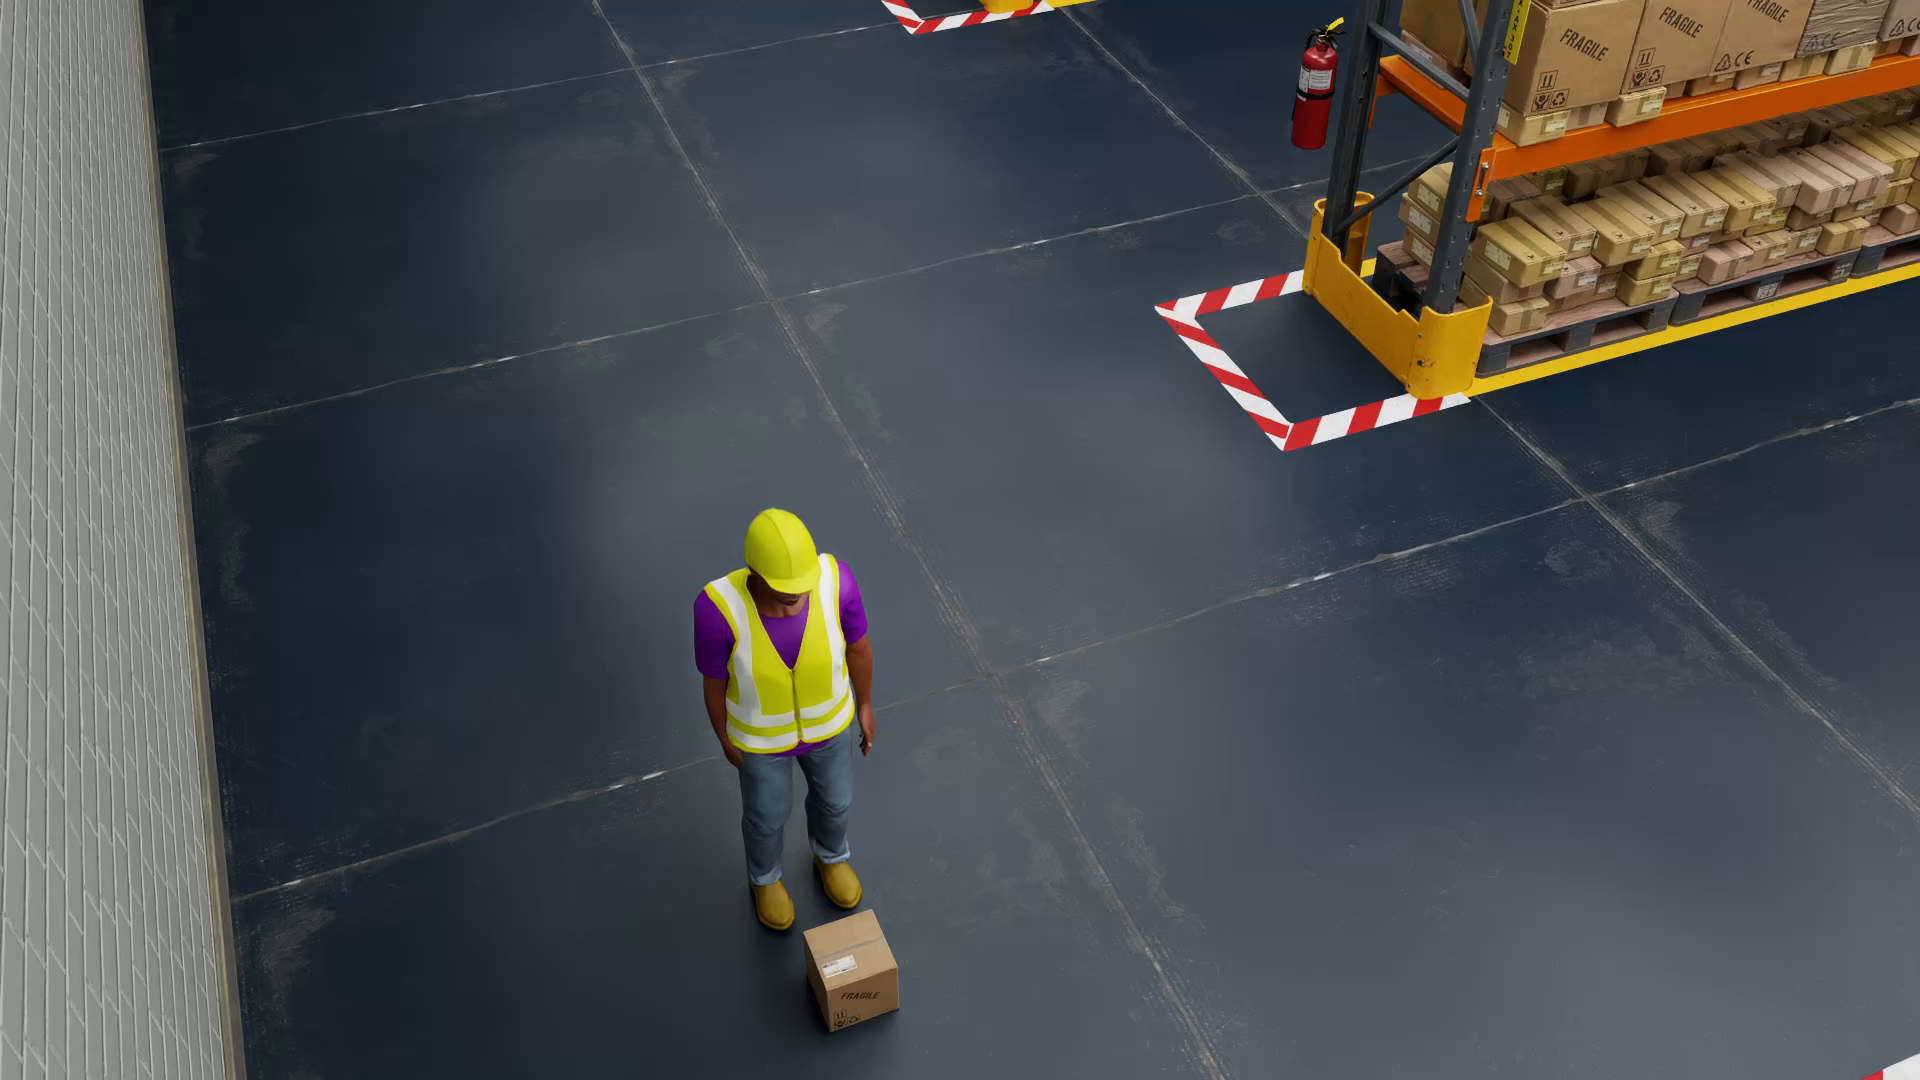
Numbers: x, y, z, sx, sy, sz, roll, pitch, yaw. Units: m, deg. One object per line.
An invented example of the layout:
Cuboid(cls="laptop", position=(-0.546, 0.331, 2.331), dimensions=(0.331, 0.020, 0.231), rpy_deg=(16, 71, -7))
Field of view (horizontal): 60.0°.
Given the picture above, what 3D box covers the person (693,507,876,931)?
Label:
Cuboid(cls="person", position=(-0.547, 0.591, 5.476), dimensions=(0.566, 1.760, 0.366), rpy_deg=(-14, 44, -16))
